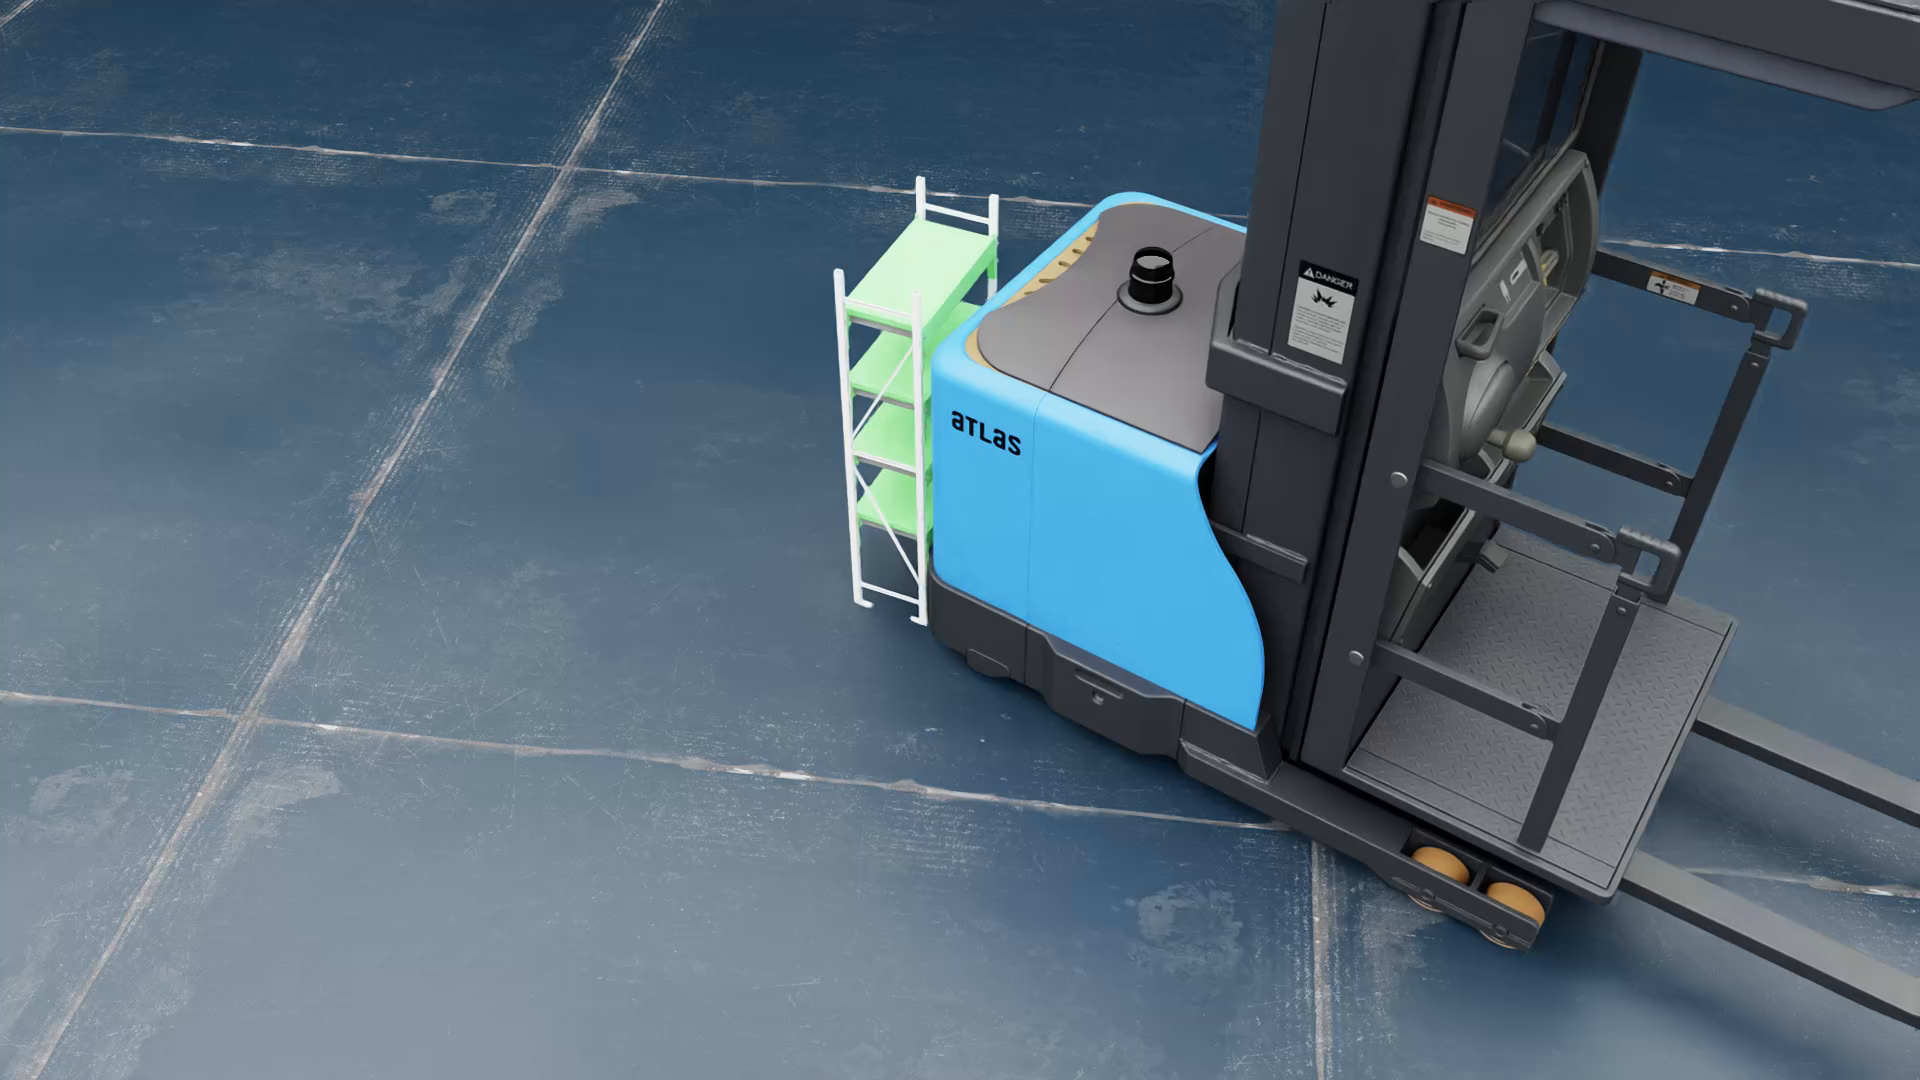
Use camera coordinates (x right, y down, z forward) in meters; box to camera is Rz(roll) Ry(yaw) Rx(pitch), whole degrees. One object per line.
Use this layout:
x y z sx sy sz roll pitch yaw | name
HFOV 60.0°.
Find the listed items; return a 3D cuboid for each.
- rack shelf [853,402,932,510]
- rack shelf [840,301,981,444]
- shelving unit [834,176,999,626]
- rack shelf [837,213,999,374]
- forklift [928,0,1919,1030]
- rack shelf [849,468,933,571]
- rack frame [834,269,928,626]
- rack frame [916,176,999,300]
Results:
-0.108 -0.323 4.812 0.258 0.148 0.480 17 46 17 | rack shelf
-0.108 -0.498 4.647 0.258 0.148 0.480 17 46 17 | rack shelf
-0.108 -0.370 4.768 0.258 1.200 0.503 17 46 17 | shelving unit
-0.108 -0.672 4.482 0.258 0.148 0.480 17 46 17 | rack shelf
1.416 -0.463 3.607 3.031 2.935 1.130 25 49 24 | forklift
-0.108 -0.149 4.977 0.258 0.148 0.480 17 46 17 | rack shelf
-0.208 -0.217 4.606 0.240 1.200 0.015 17 46 17 | rack frame
-0.008 -0.523 4.929 0.240 1.200 0.015 17 46 17 | rack frame
